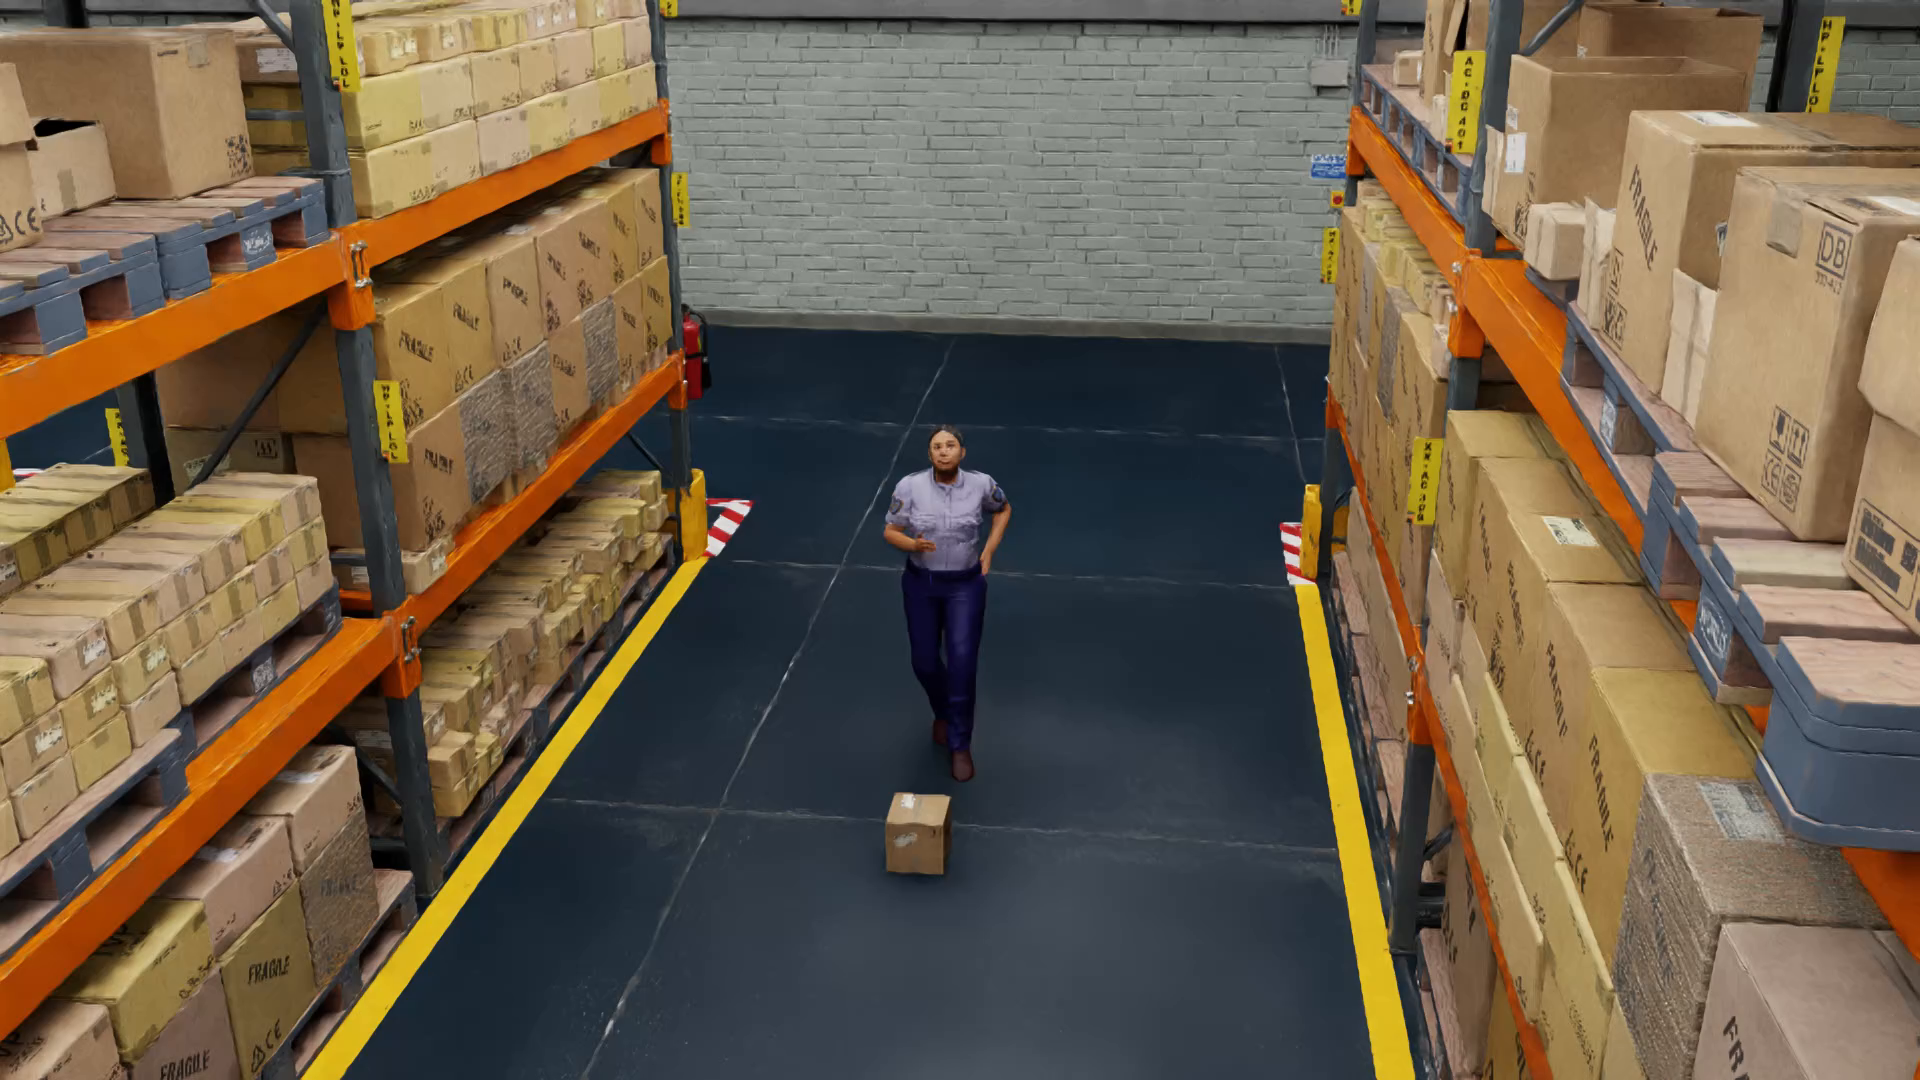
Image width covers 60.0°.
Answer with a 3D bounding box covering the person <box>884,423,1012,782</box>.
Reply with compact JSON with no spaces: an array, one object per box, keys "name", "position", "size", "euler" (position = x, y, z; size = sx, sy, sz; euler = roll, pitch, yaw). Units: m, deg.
[{"name":"person","position":[-0.089,0.274,7.963],"size":[0.560,1.646,0.709],"euler":[3,22,8]}]
